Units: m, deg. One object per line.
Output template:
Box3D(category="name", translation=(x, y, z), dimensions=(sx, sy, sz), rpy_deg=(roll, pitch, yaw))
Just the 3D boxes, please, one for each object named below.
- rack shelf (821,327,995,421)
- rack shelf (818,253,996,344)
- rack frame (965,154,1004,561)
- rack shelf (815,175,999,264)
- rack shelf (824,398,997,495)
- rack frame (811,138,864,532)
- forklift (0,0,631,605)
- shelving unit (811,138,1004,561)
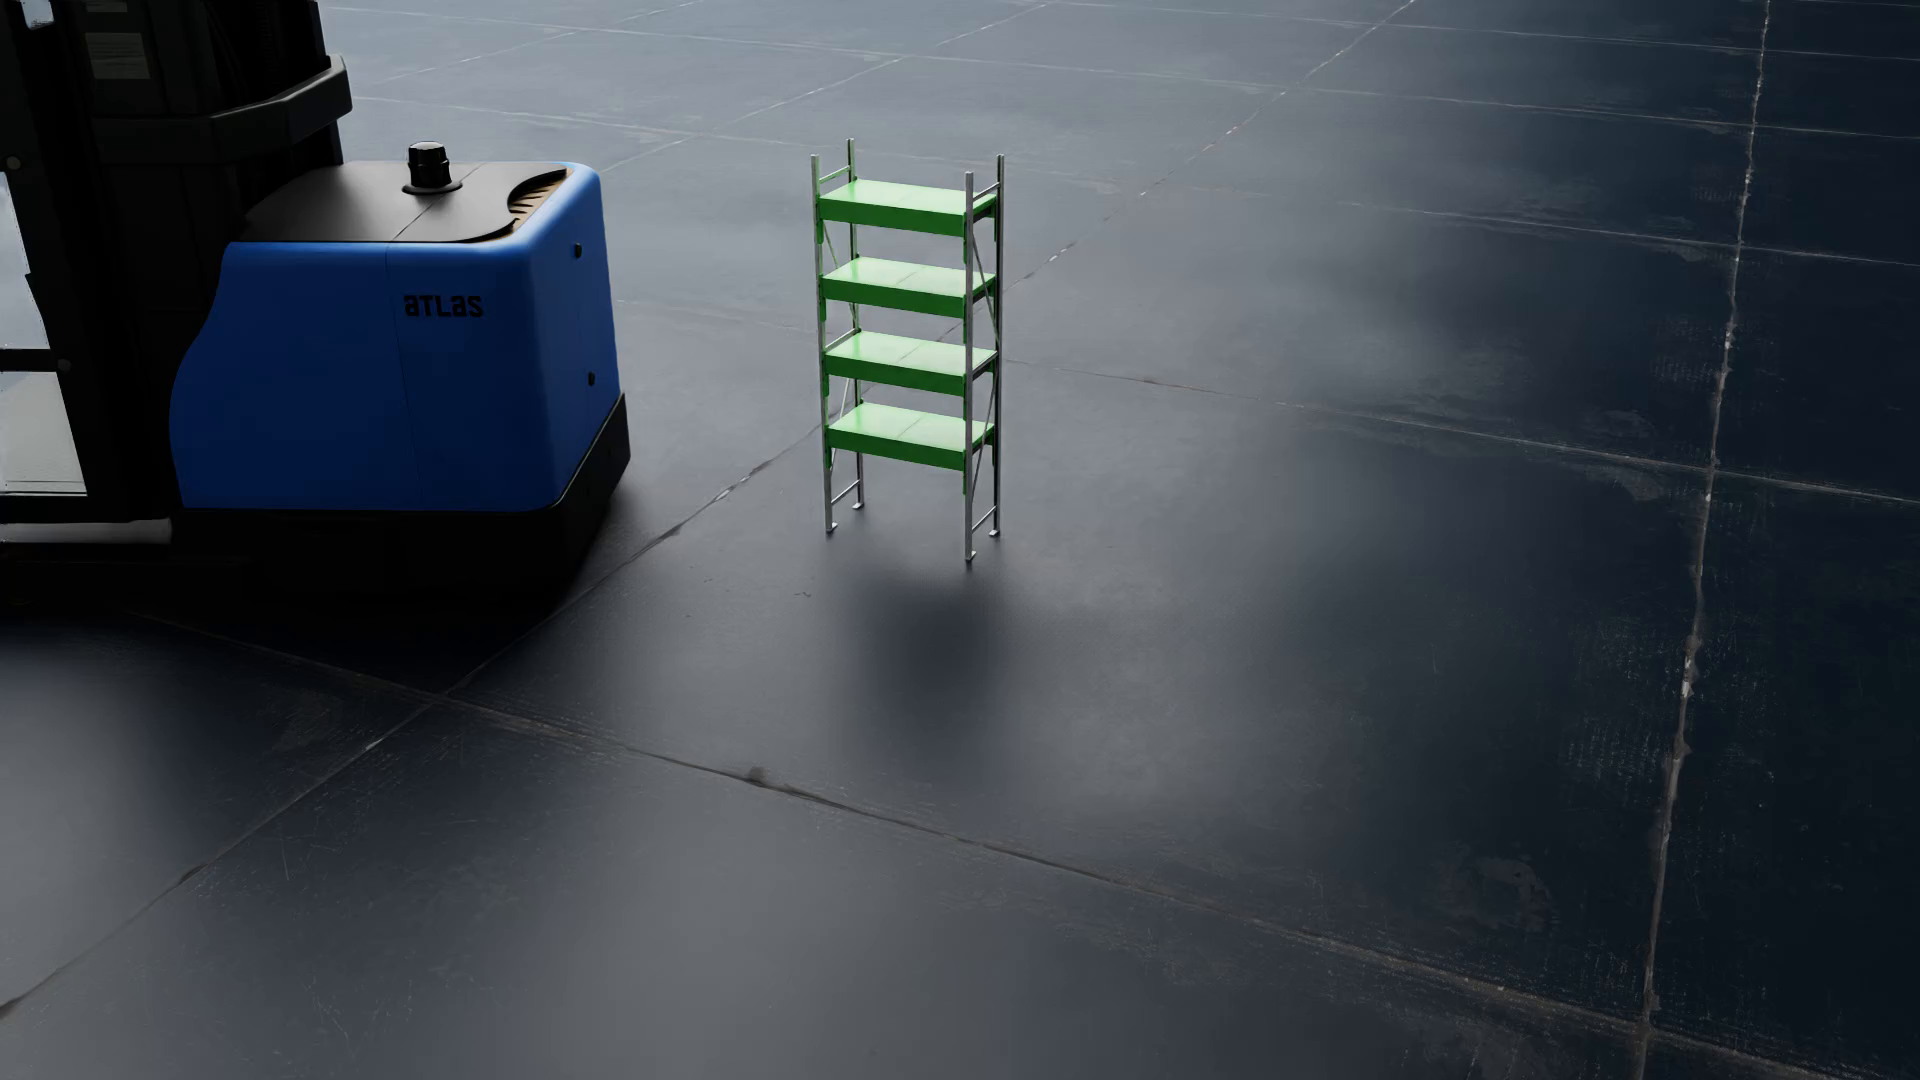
Box3D(category="rack shelf", translation=(-0.151, -0.511, 5.075), dimensions=(0.480, 0.148, 0.258), rpy_deg=(11, 28, 22))
Box3D(category="rack shelf", translation=(-0.151, -0.727, 4.969), dimensions=(0.480, 0.148, 0.258), rpy_deg=(11, 28, 22))
Box3D(category="rack frame", translation=(0.071, -0.524, 4.956), dimensions=(0.015, 1.200, 0.240), rpy_deg=(11, 28, 22))
Box3D(category="rack shelf", translation=(-0.151, -0.942, 4.863), dimensions=(0.480, 0.148, 0.258), rpy_deg=(11, 28, 22))
Box3D(category="rack shelf", translation=(-0.151, -0.296, 5.181), dimensions=(0.480, 0.148, 0.258), rpy_deg=(11, 28, 22))
Box3D(category="rack frame", translation=(-0.373, -0.613, 5.137), dimensions=(0.015, 1.200, 0.240), rpy_deg=(11, 28, 22))
Box3D(category="forklift", translation=(-2.645, -1.357, 4.688), dimensions=(3.031, 2.935, 1.130), rpy_deg=(1, 26, 1))
Box3D(category="shelving unit", translation=(-0.151, -0.569, 5.046), dimensions=(0.503, 1.200, 0.258), rpy_deg=(11, 28, 22))
